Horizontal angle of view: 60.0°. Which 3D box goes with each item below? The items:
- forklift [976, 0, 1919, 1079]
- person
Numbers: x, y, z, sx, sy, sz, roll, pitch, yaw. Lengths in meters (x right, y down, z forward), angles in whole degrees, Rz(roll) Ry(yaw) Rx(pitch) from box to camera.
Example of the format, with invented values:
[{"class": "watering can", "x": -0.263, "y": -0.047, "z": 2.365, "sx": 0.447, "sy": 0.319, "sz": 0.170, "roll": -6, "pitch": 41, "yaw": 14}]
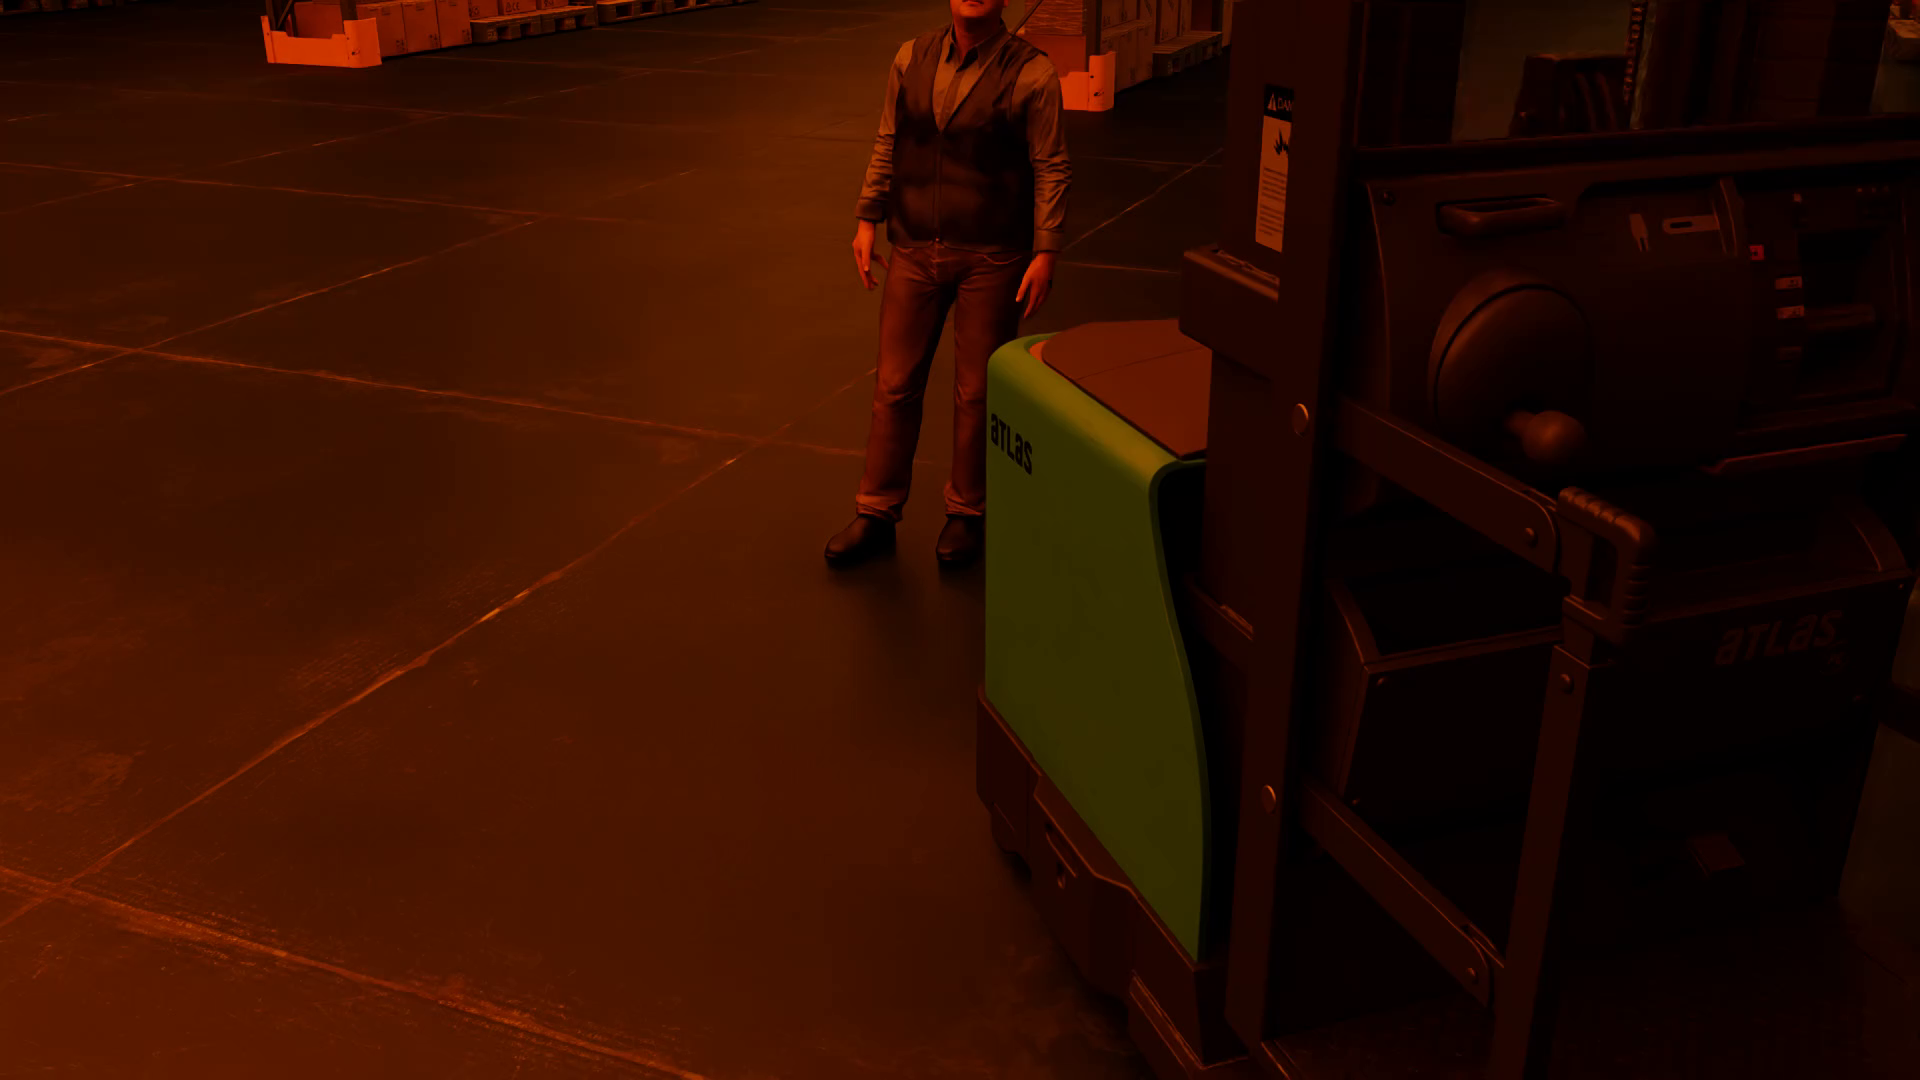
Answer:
[{"class": "forklift", "x": 1.013, "y": -0.289, "z": 1.983, "sx": 1.130, "sy": 2.935, "sz": 3.031, "roll": -8, "pitch": 24, "yaw": -18}, {"class": "person", "x": -0.031, "y": -0.779, "z": 4.707, "sx": 0.633, "sy": 1.722, "sz": 0.566, "roll": 9, "pitch": 24, "yaw": 21}]
